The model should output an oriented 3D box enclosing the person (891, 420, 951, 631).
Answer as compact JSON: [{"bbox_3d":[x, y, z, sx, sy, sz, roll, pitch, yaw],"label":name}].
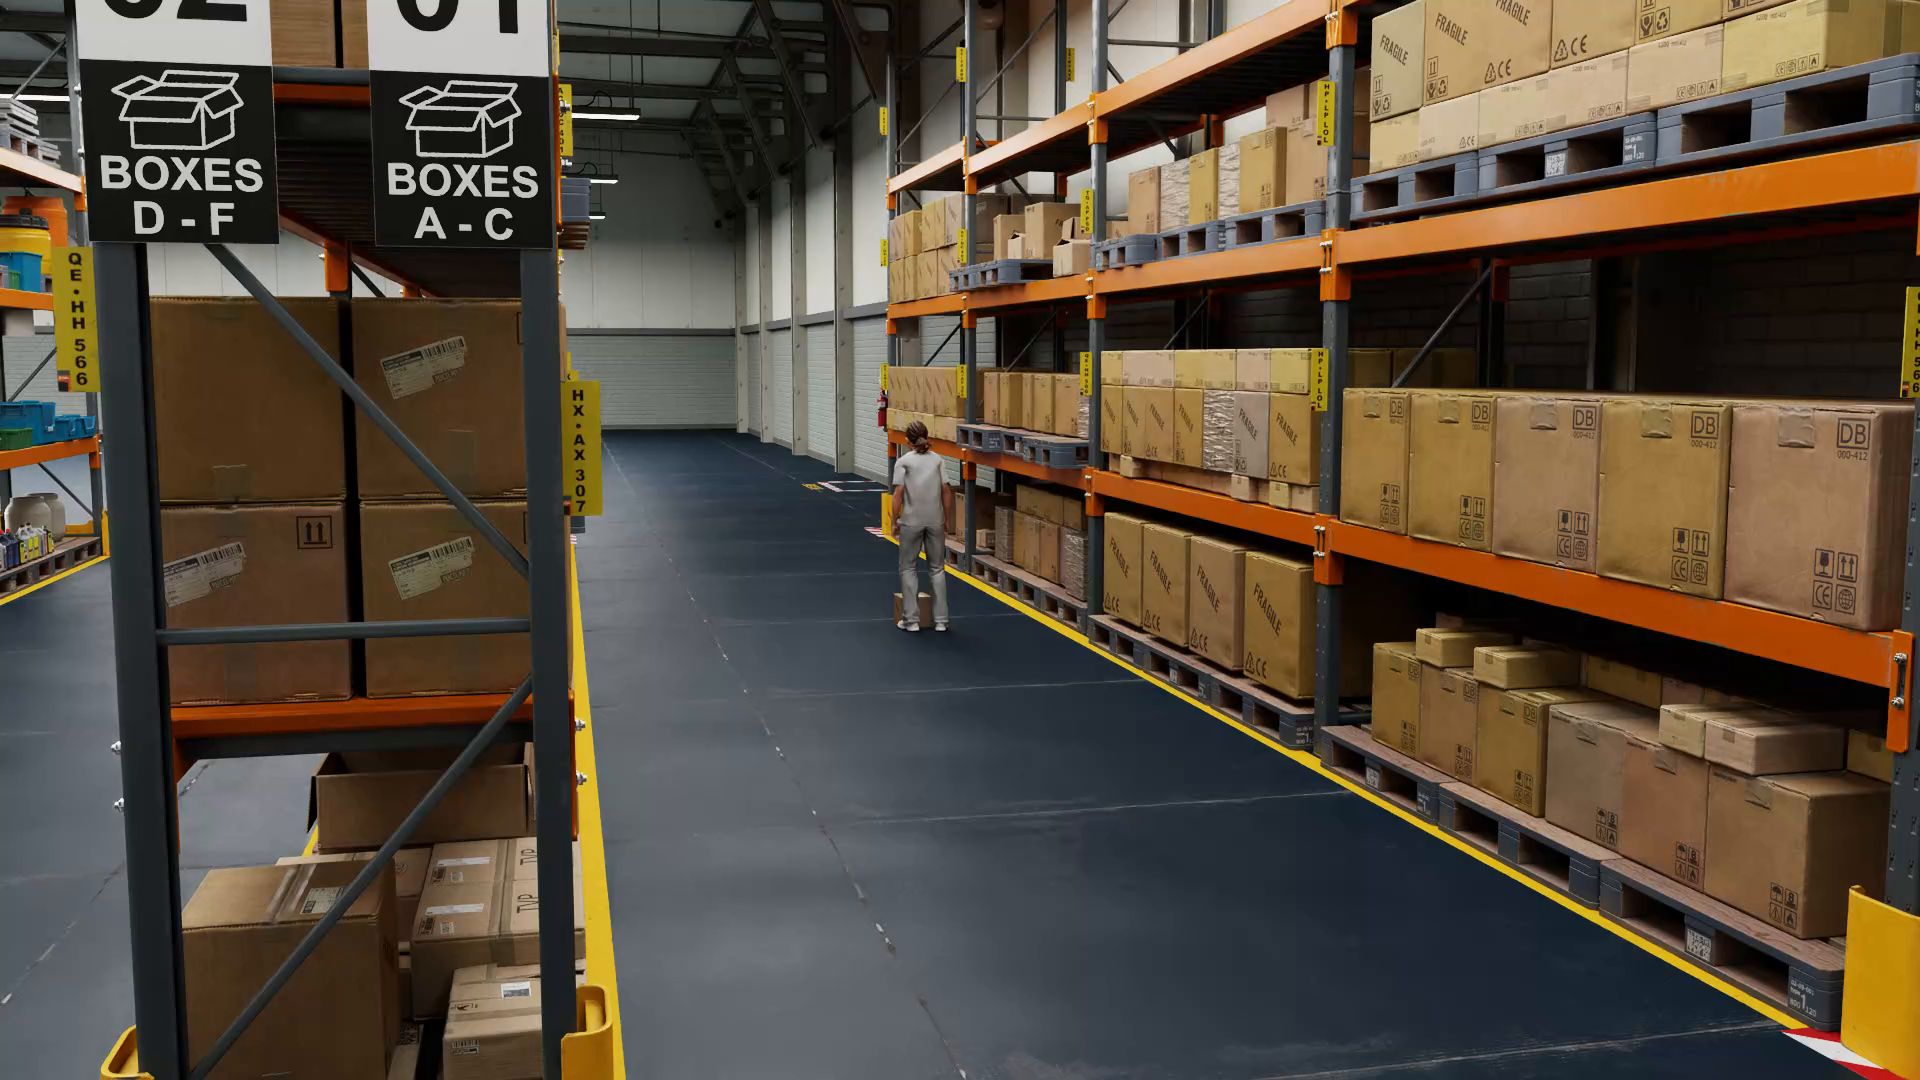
[{"bbox_3d":[-0.317,-0.113,13.192,0.495,1.672,0.415,-2,6,-17],"label":"person"}]
